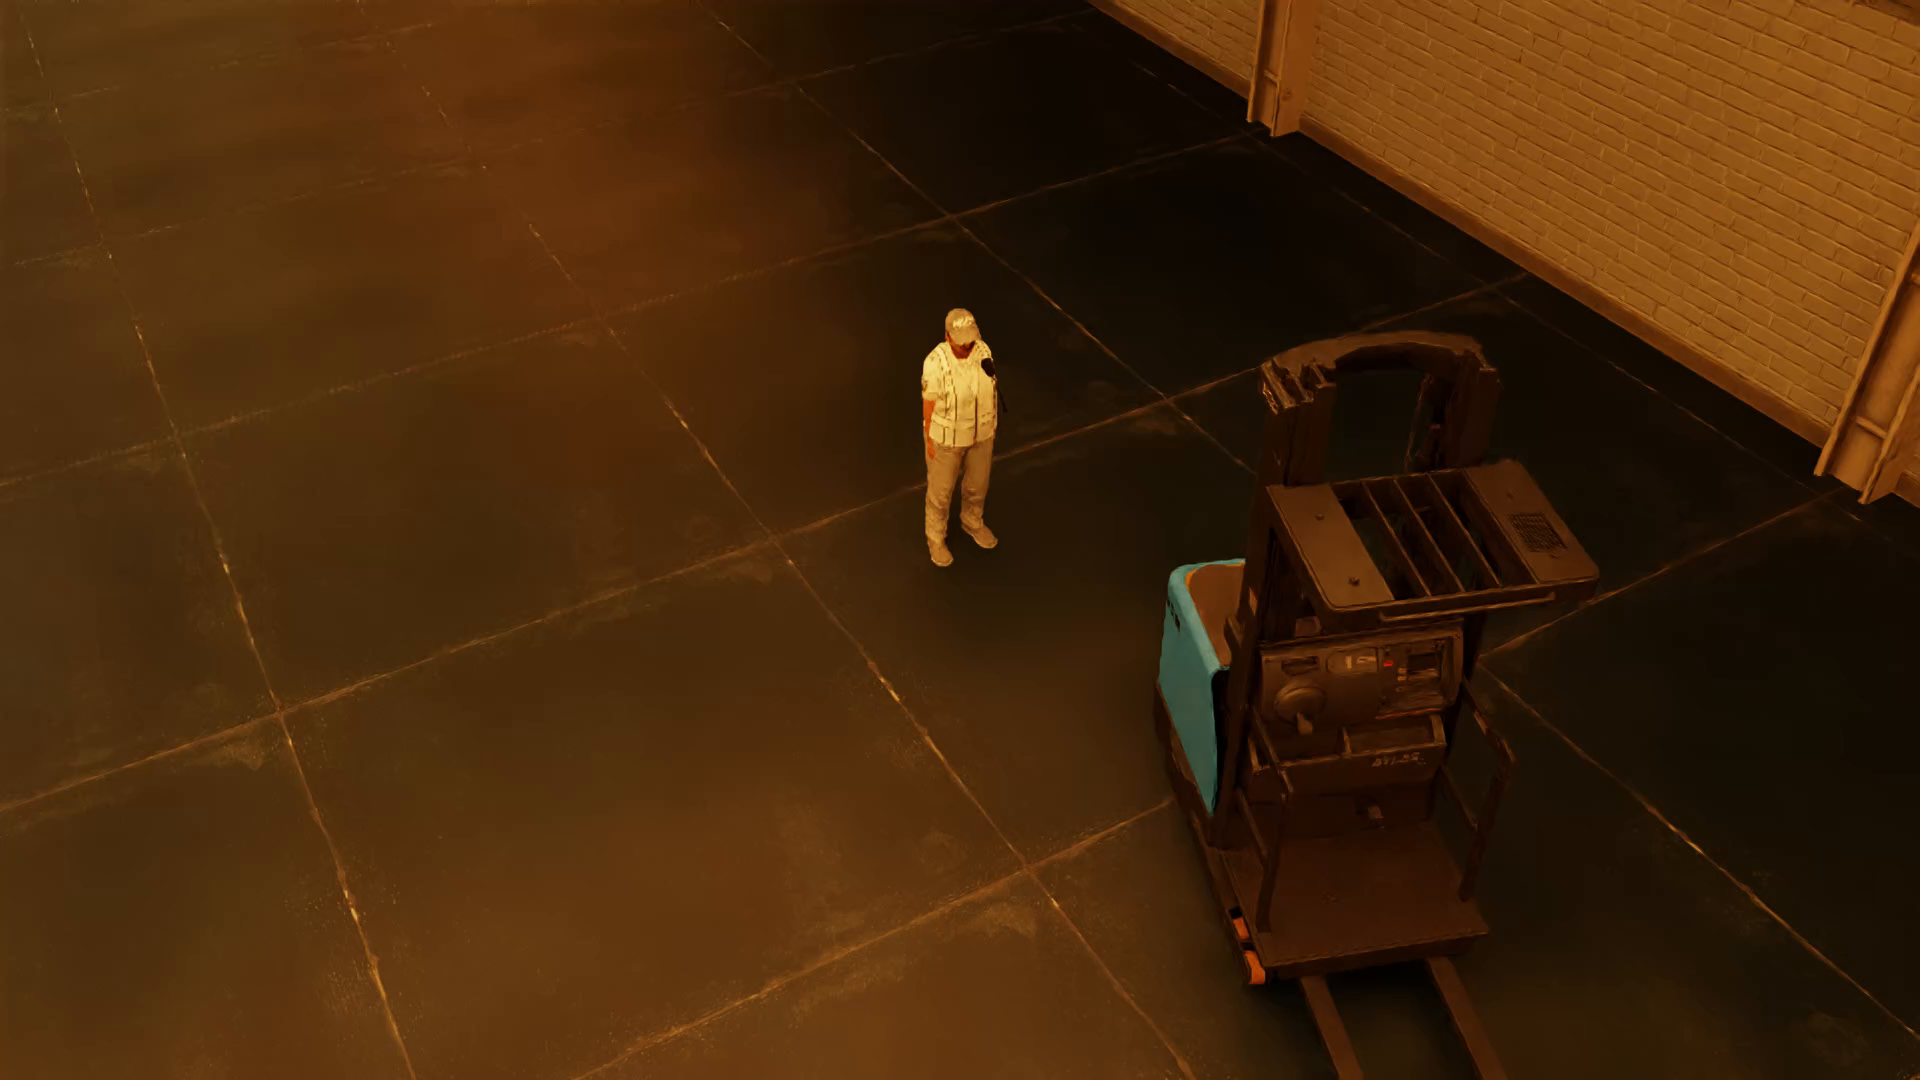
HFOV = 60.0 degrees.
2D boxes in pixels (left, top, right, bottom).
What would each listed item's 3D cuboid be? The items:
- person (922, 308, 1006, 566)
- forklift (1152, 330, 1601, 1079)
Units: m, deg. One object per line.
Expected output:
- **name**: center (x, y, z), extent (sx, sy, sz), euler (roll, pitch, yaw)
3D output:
- **person**: center (0.003, -0.627, 9.788), extent (0.482, 1.669, 0.390), euler (-20, 44, -23)
- **forklift**: center (1.815, 0.703, 7.188), extent (1.130, 2.935, 3.031), euler (-7, 40, -8)
